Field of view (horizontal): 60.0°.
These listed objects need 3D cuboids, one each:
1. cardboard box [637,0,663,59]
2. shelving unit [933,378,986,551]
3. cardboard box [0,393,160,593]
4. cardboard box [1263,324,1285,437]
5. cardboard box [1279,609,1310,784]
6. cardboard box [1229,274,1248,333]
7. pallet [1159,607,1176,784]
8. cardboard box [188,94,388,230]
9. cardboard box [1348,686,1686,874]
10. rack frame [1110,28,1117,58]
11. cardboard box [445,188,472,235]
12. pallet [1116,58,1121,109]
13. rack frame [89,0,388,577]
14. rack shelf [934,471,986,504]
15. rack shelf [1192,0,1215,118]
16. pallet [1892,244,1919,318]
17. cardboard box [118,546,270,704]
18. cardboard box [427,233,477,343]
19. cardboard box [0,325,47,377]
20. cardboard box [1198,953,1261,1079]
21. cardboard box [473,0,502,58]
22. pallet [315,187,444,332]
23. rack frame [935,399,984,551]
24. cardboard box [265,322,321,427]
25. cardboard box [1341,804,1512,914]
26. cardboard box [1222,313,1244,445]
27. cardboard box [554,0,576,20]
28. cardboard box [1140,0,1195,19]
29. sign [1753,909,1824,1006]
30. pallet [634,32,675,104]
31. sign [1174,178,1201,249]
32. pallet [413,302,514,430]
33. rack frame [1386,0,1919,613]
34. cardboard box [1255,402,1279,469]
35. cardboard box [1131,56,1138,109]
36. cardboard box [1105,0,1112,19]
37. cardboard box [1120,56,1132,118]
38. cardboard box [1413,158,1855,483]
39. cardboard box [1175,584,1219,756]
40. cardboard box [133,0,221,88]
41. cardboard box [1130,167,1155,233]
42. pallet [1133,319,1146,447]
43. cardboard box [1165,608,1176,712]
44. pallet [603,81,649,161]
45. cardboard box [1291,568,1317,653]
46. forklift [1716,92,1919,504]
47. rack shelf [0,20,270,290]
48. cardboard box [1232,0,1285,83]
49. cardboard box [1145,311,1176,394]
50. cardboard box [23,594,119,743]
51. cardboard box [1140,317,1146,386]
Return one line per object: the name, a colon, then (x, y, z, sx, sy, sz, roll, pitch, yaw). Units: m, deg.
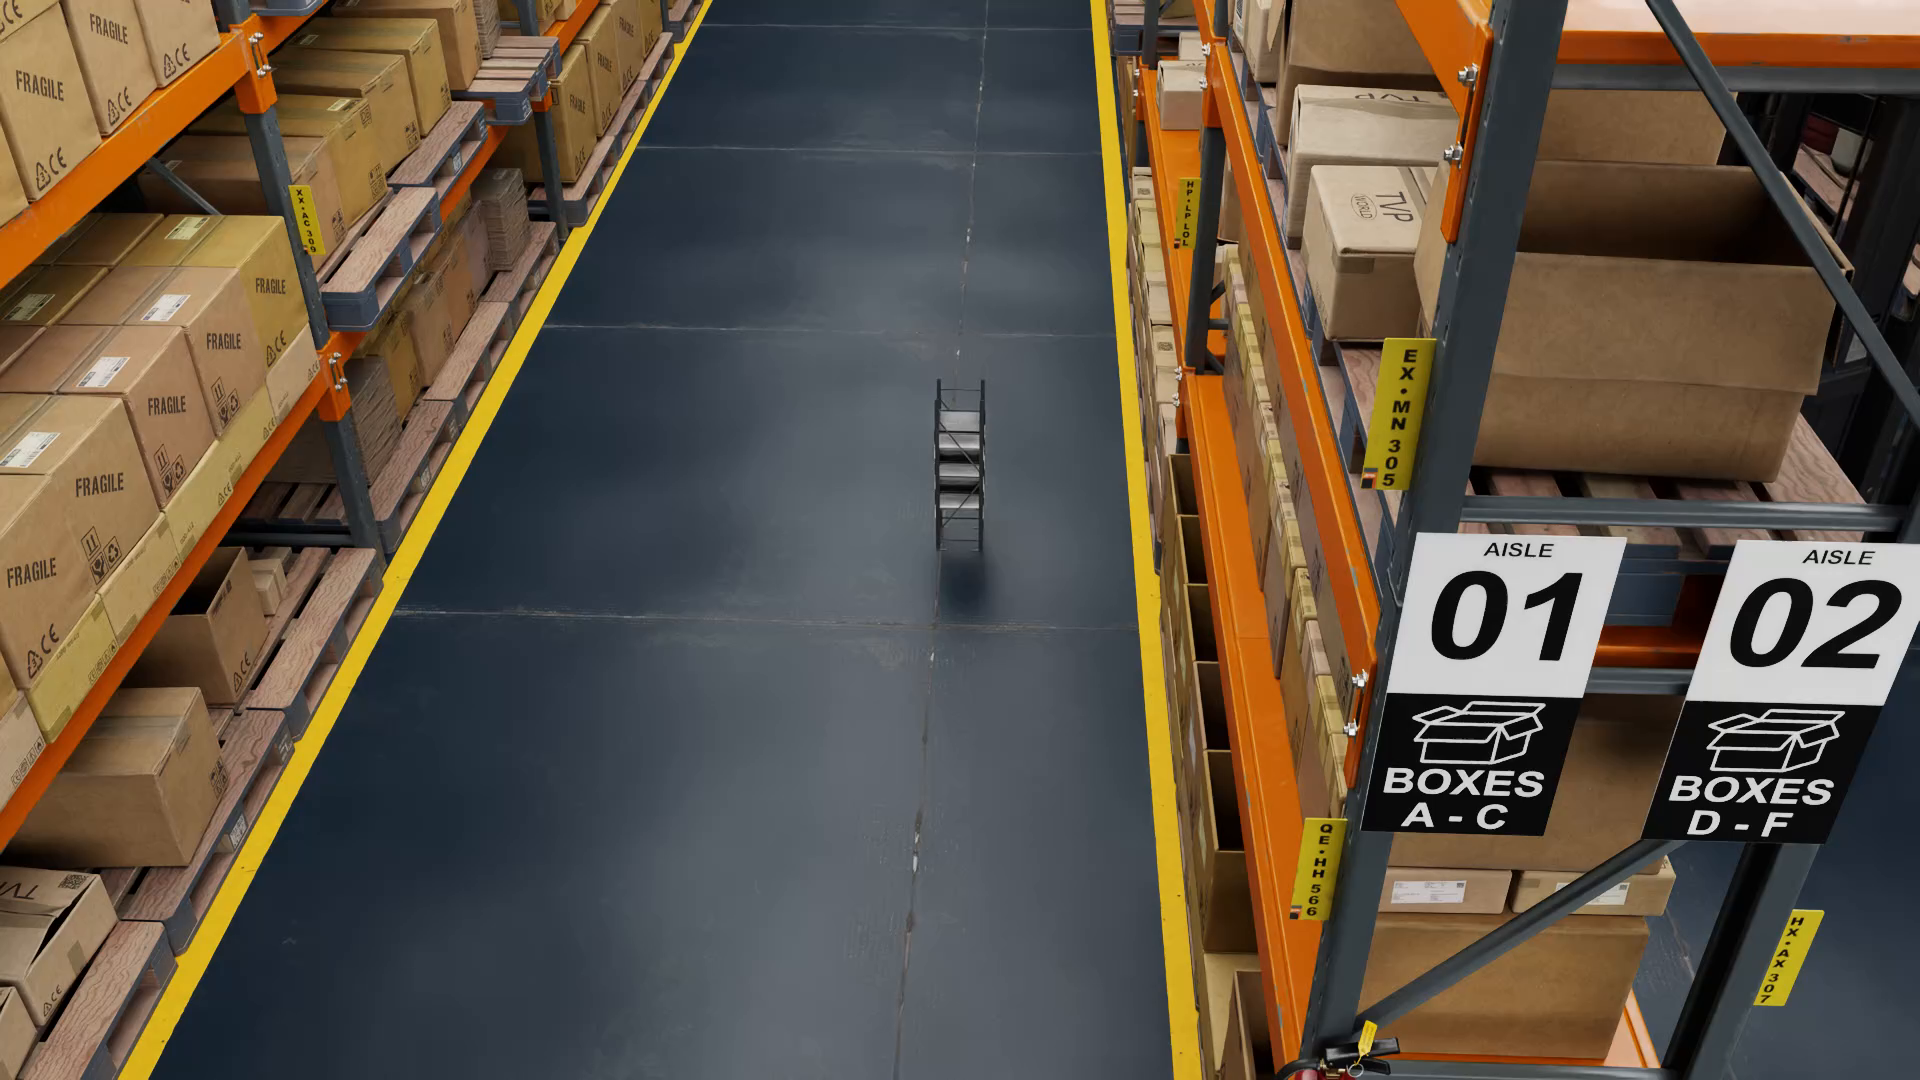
cardboard box: (-3.002, -4.576, 14.103, 0.750, 0.750, 0.750, 2, 35, 2)
shelving unit: (0.000, -0.373, 8.444, 0.258, 0.900, 0.210, 1, 35, 2)
cardboard box: (-3.203, -0.164, 5.781, 0.500, 0.500, 0.500, 2, 35, 3)
cardboard box: (1.471, -0.690, 5.854, 0.700, 0.500, 0.500, 1, 35, 2)
cardboard box: (1.435, 0.451, 5.359, 0.700, 0.500, 0.500, 2, 35, 2)
cardboard box: (1.308, -0.964, 6.807, 0.380, 0.149, 0.250, 2, 35, 3)
pallet: (1.449, 0.645, 7.594, 1.003, 0.211, 1.213, 1, 35, 2)
cardboard box: (-3.343, -1.897, 8.317, 0.700, 0.500, 0.500, 5, 35, 7)
cardboard box: (1.395, 0.476, 4.194, 0.700, 0.500, 0.500, 1, 35, 2)
rack frame: (1.844, -5.548, 13.981, 1.000, 3.000, 0.127, 1, 35, 2)
cardboard box: (-3.329, -2.085, 10.193, 0.500, 0.250, 0.500, 2, 35, 3)
pallet: (1.849, -3.939, 14.117, 1.003, 0.211, 1.213, 1, 35, 2)
rack frame: (-3.427, -1.064, 7.601, 1.000, 3.000, 0.127, 1, 35, 2)
rack shelf: (0.000, -0.272, 8.515, 0.258, 0.077, 0.200, 1, 35, 2)
rack shelf: (1.603, -3.034, 8.421, 1.077, 0.370, 4.000, 1, 35, 2)
pallet: (6.562, -1.548, 10.715, 1.003, 0.211, 1.213, 1, 35, 2)
cardboard box: (-3.429, 0.376, 7.343, 0.500, 0.500, 0.500, -1, 35, -2)
cardboard box: (-3.372, -1.525, 10.048, 0.700, 0.500, 0.500, 1, 35, 2)
cardboard box: (-3.705, -0.469, 6.215, 0.500, 0.500, 0.500, 2, 35, 3)
cardboard box: (1.096, 1.697, 5.698, 0.500, 0.250, 0.500, 1, 35, 2)
cardboard box: (-3.276, -3.313, 10.331, 0.700, 0.500, 0.500, -3, 35, -4)
pallet: (-3.251, -1.421, 8.276, 1.003, 0.211, 1.213, 1, 35, 2)
rack frame: (-0.004, -0.314, 8.360, 0.240, 0.900, 0.006, 1, 35, 2)
cardboard box: (-3.144, -0.732, 7.241, 0.500, 0.250, 0.500, 1, 35, 2)
cardboard box: (1.187, 0.816, 4.275, 0.380, 0.149, 0.250, 1, 35, 1)
cardboard box: (1.511, -0.738, 7.050, 0.700, 0.500, 0.500, 0, 35, 1)
cardboard box: (-2.908, -3.747, 11.619, 0.380, 0.149, 0.250, 2, 35, 3)
cardboard box: (1.596, -3.827, 11.080, 0.700, 0.500, 0.500, -10, 36, -14)
sign: (1.916, 0.976, 3.876, 0.100, 0.325, 0.005, 1, 35, 2)
pallet: (-3.062, -4.074, 14.309, 1.003, 0.211, 1.213, 1, 35, 2)
sign: (0.980, -1.400, 7.141, 0.100, 0.325, 0.005, 1, 35, 2)
pallet: (-3.351, -1.073, 10.039, 1.003, 0.211, 1.213, 1, 35, 2)
rack frame: (1.362, -1.108, 2.446, 1.000, 3.000, 0.127, 1, 35, 2)
cardboard box: (1.270, -0.368, 5.959, 0.380, 0.149, 0.250, 0, 35, 1)
cardboard box: (1.484, -3.289, 11.906, 0.500, 0.250, 0.500, 3, 35, 4)
cardboard box: (1.583, -5.039, 15.049, 0.500, 0.500, 0.500, 1, 35, 2)
cardboard box: (1.522, -3.549, 12.928, 0.500, 0.500, 0.500, 0, 35, 0)
cardboard box: (1.389, -0.482, 3.588, 0.797, 0.503, 0.637, 4, 35, 5)
cardboard box: (1.151, 0.528, 6.709, 0.500, 0.500, 0.500, 1, 35, 2)
cardboard box: (-3.201, -2.043, 6.281, 0.500, 0.500, 0.500, 2, 35, 3)
cardboard box: (1.369, -2.232, 10.801, 0.500, 0.311, 0.500, 2, 35, 3)
pallet: (1.559, -0.938, 9.847, 1.003, 0.211, 1.213, 1, 35, 2)
cardboard box: (1.176, 0.548, 7.333, 0.500, 0.250, 0.500, 1, 35, 2)
pallet: (-3.108, -3.372, 13.310, 1.003, 0.211, 1.213, 1, 35, 2)
cardboard box: (1.228, 0.223, 5.118, 0.380, 0.149, 0.250, 2, 35, 3)
forklift: (4.211, -1.148, 7.780, 3.031, 2.935, 1.130, -14, 38, -19)
rack shelf: (-3.508, -0.848, 5.310, 1.077, 0.370, 4.000, 1, 35, 2)
cardboard box: (1.217, -1.778, 5.599, 0.500, 0.311, 0.500, 0, 35, -1)
cardboard box: (1.289, -1.053, 9.124, 0.500, 0.311, 0.500, 1, 35, 2)
cardboard box: (-3.218, 0.423, 5.598, 0.500, 0.250, 0.500, 1, 35, 1)
cardboard box: (1.314, -1.120, 9.707, 0.500, 0.250, 0.500, 2, 35, 3)
